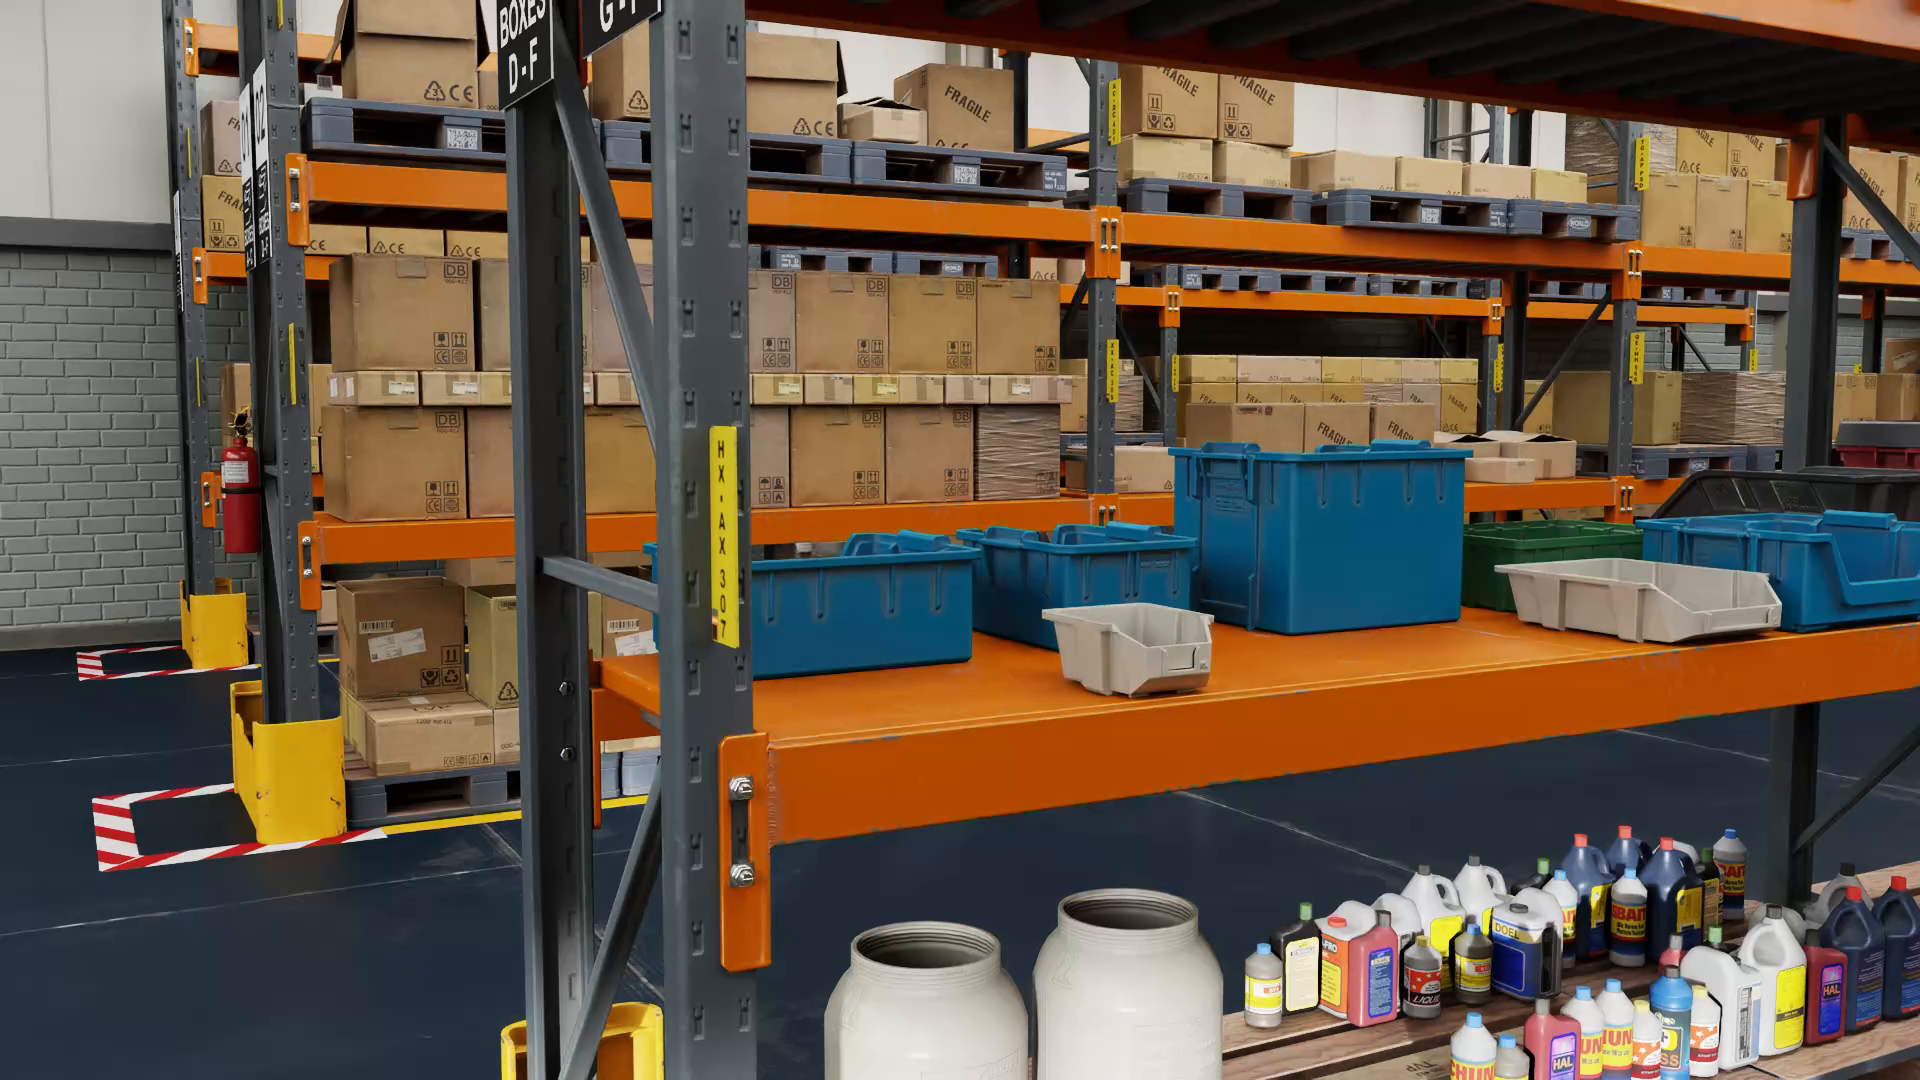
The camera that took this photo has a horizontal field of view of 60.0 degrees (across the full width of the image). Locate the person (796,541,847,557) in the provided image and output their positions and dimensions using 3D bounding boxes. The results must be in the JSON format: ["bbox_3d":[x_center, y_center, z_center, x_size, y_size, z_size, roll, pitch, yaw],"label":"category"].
[{"bbox_3d":[-0.947,0.198,12.126,0.476,1.193,0.967,-3,6,-31],"label":"person"}]
